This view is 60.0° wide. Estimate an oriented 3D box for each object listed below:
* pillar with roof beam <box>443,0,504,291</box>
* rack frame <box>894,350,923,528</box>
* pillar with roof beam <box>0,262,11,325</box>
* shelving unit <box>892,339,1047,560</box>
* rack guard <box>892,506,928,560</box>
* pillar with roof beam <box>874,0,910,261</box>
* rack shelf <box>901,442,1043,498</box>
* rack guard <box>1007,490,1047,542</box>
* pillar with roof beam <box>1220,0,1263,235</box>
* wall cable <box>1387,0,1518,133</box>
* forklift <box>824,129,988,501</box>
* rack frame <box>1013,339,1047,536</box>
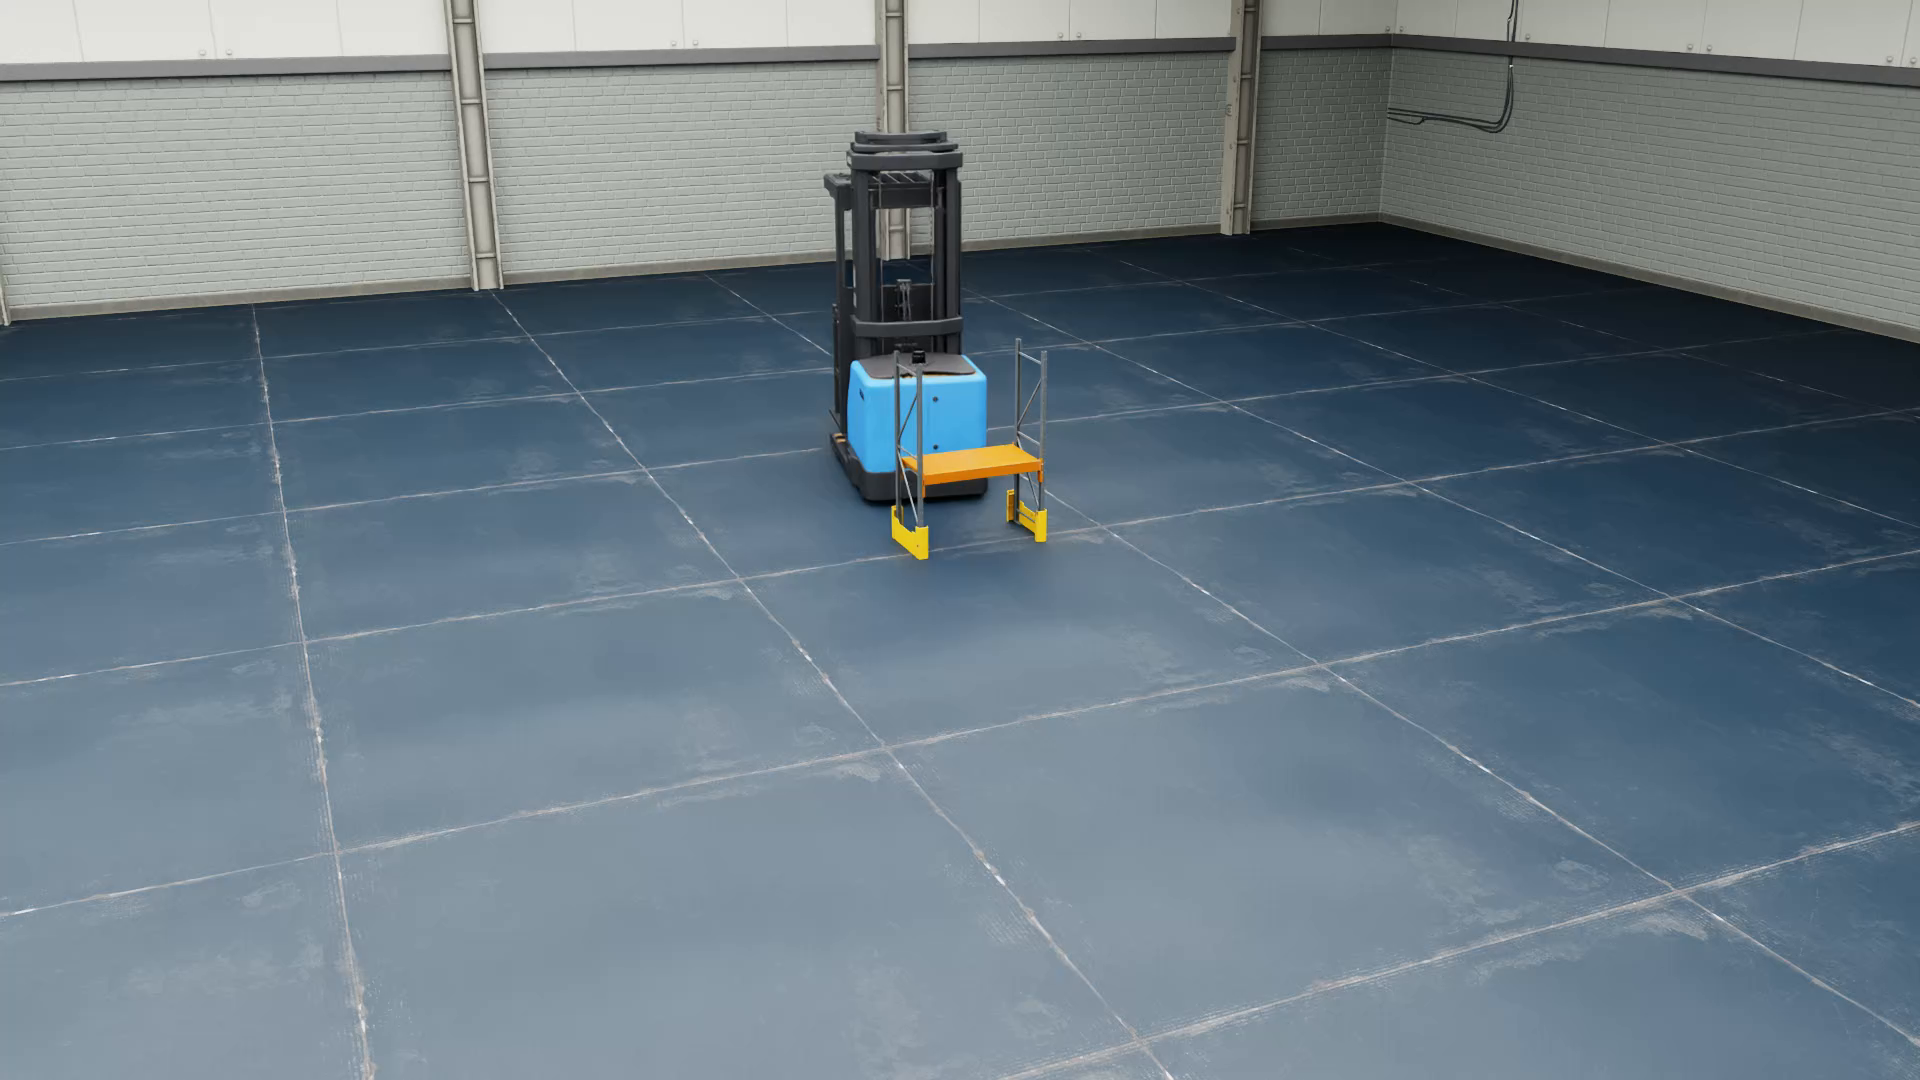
[{"bbox_3d":[-4.794,-6.402,17.655,0.400,9.000,9.100,-8,21,-22],"label":"pillar with roof beam"},{"bbox_3d":[-0.388,-0.652,12.615,0.032,1.500,0.500,-8,21,-22],"label":"rack frame"},{"bbox_3d":[-10.303,-5.613,15.413,0.400,9.000,9.100,-8,21,-22],"label":"pillar with roof beam"},{"bbox_3d":[0.070,-0.717,12.801,1.083,1.500,0.587,-8,21,-22],"label":"shelving unit"},{"bbox_3d":[-0.387,-0.062,12.823,0.087,0.250,0.587,-8,21,-22],"label":"rack guard"},{"bbox_3d":[0.715,-7.191,19.897,0.400,9.000,9.100,-8,21,-22],"label":"pillar with roof beam"},{"bbox_3d":[0.078,-0.549,12.865,1.000,0.185,0.538,-8,21,-22],"label":"rack shelf"},{"bbox_3d":[0.527,-0.193,13.195,0.087,0.250,0.587,-8,21,-22],"label":"rack guard"},{"bbox_3d":[6.224,-7.981,22.138,0.400,9.000,9.100,-8,21,-22],"label":"pillar with roof beam"},{"bbox_3d":[7.748,-7.813,26.338,0.112,2.526,3.097,-8,21,-22],"label":"wall cable"},{"bbox_3d":[-0.583,-2.160,14.745,1.130,2.935,3.031,-4,20,-12],"label":"forklift"},{"bbox_3d":[0.545,-0.786,12.995,0.032,1.500,0.500,-8,21,-22],"label":"rack frame"}]
